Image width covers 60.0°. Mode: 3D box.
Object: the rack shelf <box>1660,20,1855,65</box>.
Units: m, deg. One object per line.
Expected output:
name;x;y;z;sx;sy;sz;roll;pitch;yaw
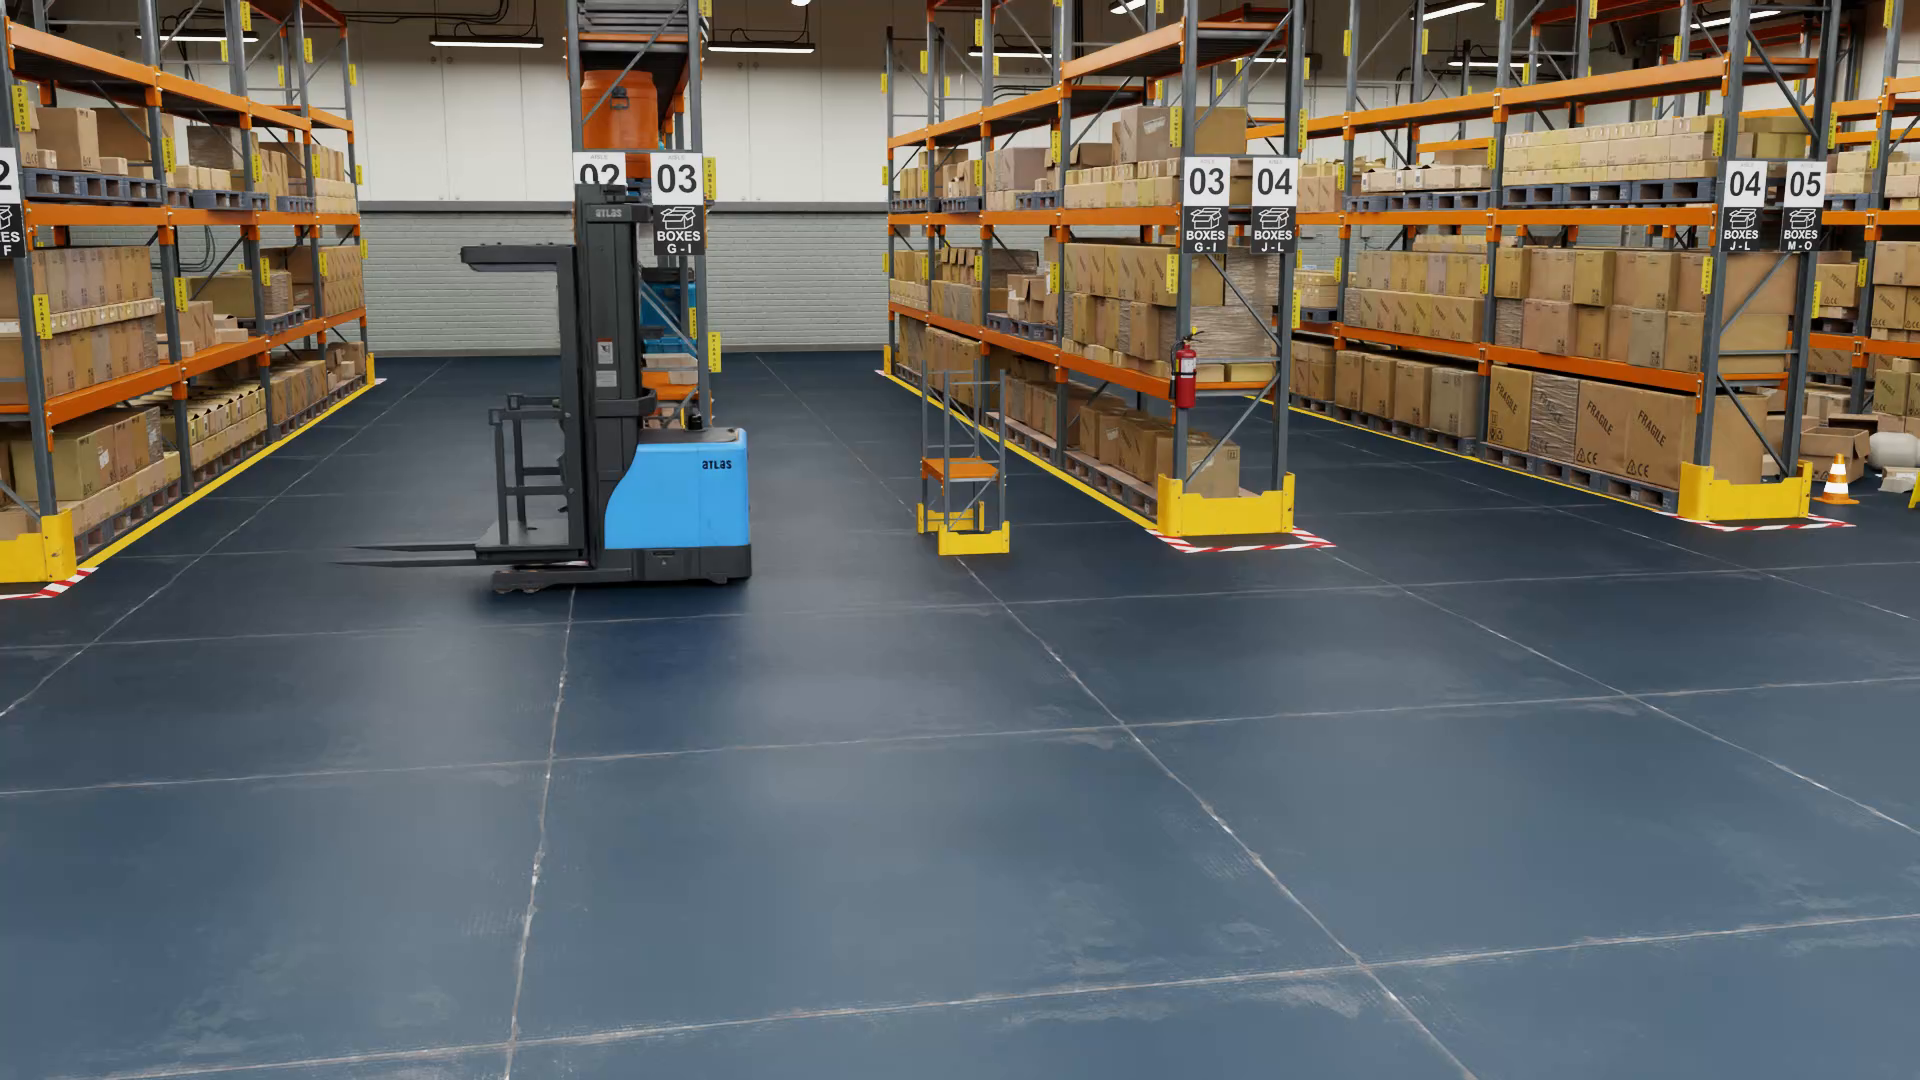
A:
rack shelf;14.207;-8.874;29.790;1.077;0.370;4.000;-2;11;-11

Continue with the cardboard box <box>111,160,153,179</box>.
cardboard box;-8.265;-3.632;16.514;0.500;0.250;0.500;-1;11;-5

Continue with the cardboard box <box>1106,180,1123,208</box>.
cardboard box;1.704;-3.296;15.868;0.500;0.250;0.500;-2;11;-12

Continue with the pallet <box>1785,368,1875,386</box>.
pallet;14.791;-2.763;28.151;1.003;0.211;1.213;-2;11;-11

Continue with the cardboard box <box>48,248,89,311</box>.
cardboard box;-7.672;-2.150;13.733;0.700;0.500;0.500;-2;11;-11

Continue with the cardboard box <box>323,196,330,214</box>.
cardboard box;-9.656;-4.970;24.665;0.500;0.250;0.500;-2;11;-11

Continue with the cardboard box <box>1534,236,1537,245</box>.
cardboard box;9.856;-5.073;28.149;0.380;0.149;0.250;-2;11;-10

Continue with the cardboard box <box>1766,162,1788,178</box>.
cardboard box;7.474;-3.381;15.195;0.380;0.149;0.250;-2;11;-11

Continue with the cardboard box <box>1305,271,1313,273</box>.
cardboard box;5.414;-3.971;24.995;0.380;0.149;0.250;-3;11;-14

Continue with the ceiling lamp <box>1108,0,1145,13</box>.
ceiling lamp;2.873;-9.501;24.438;0.800;3.185;2.000;-2;11;-11

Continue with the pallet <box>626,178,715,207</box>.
pallet;-2.582;-2.895;13.865;1.003;0.211;1.213;-2;11;-11

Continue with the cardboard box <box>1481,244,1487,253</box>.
cardboard box;9.275;-4.810;28.505;0.500;0.500;0.500;-2;11;-12

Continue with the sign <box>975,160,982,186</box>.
sign;0.239;-4.754;21.533;0.100;0.325;0.005;-2;11;-11

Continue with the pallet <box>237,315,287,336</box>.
pallet;-9.133;-2.674;20.736;1.213;0.211;1.003;-2;11;-11

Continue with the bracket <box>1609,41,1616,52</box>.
bracket;13.749;-10.321;34.727;0.235;0.232;0.430;-2;11;-11

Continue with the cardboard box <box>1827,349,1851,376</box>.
cardboard box;14.676;-2.974;27.360;0.500;0.500;0.500;-2;11;-13

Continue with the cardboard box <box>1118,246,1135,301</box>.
cardboard box;1.794;-2.500;15.574;0.500;0.500;0.500;-2;11;-11

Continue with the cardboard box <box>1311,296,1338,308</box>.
cardboard box;5.123;-3.324;23.189;0.380;0.149;0.250;-2;11;-10

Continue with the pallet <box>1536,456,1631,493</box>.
pallet;6.760;-0.698;17.298;1.003;0.211;1.213;-2;11;-11

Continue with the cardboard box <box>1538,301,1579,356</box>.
cardboard box;6.650;-2.237;17.528;0.875;0.550;0.550;-2;11;-11

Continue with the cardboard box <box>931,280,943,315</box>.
cardboard box;-0.149;-3.695;25.321;0.500;0.500;0.500;-2;11;-11

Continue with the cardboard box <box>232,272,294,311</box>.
cardboard box;-9.306;-3.314;22.193;0.700;0.500;0.500;-5;12;-25

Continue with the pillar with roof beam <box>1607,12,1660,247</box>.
pillar with roof beam;9.955;-8.333;33.909;9.100;9.000;0.548;-2;11;-11

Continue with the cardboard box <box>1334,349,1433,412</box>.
cardboard box;5.700;-2.154;22.385;1.050;0.750;0.750;-2;11;-12

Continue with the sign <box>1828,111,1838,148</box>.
sign;7.772;-3.661;14.840;0.100;0.325;0.005;-2;11;-11

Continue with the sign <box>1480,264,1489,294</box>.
sign;5.918;-2.943;18.749;0.100;0.325;0.005;-2;11;-11

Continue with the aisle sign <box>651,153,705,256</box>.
aisle sign;-2.216;-2.633;13.056;0.394;0.787;0.004;-2;11;-11

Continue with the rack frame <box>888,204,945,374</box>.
rack frame;-0.771;-4.473;29.676;1.000;3.000;0.127;-2;11;-11

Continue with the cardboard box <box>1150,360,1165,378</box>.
cardboard box;1.936;-1.550;14.989;0.380;0.149;0.250;-2;11;-11

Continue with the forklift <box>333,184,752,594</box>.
forklift;-3.116;-1.153;12.415;3.031;2.935;1.130;-1;11;-7

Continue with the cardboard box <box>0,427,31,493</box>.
cardboard box;-7.982;-0.674;13.938;0.500;0.500;0.500;-2;11;-11

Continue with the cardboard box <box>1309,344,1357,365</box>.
cardboard box;5.280;-2.630;23.551;0.500;0.250;0.500;-2;11;-12

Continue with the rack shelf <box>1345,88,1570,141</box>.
rack shelf;6.059;-5.198;20.434;1.077;0.370;4.000;-2;11;-11

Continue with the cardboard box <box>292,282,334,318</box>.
cardboard box;-9.543;-3.533;24.467;0.500;0.500;0.500;-2;11;-10

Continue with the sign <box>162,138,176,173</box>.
sign;-7.611;-3.700;15.995;0.100;0.325;0.005;-2;11;-11

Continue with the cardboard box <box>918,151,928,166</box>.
cardboard box;-0.388;-6.249;27.319;0.500;0.250;0.500;-2;11;-13

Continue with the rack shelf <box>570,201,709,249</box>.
rack shelf;-2.906;-2.846;15.026;1.077;0.370;4.000;-2;11;-11

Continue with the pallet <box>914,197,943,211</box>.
pallet;-0.142;-5.320;26.340;1.003;0.211;1.213;-2;11;-11

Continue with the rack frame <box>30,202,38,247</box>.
rack frame;-15.347;-3.933;26.837;1.000;3.000;0.127;-2;11;-11

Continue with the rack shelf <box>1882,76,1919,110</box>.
rack shelf;11.673;-4.858;17.586;1.077;0.370;4.000;-2;11;-11

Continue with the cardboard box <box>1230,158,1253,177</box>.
cardboard box;2.514;-3.193;14.264;0.380;0.149;0.250;-2;11;-11

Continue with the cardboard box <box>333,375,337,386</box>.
cardboard box;-9.758;-2.447;25.434;0.380;0.166;0.250;-2;11;-11

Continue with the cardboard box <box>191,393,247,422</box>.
cardboard box;-8.386;-1.503;18.799;0.500;0.311;0.500;-2;11;-11

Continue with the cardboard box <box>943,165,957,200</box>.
cardboard box;0.130;-5.363;24.936;0.700;0.500;0.500;-2;11;-10

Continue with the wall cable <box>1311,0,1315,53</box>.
wall cable;6.540;-12.017;35.616;2.355;3.000;0.029;-2;11;-11

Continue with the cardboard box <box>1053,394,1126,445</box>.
cardboard box;1.465;-1.374;18.901;0.700;0.500;0.500;-3;11;-15

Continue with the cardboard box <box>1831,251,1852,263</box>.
cardboard box;11.227;-3.648;21.417;0.380;0.149;0.250;-1;11;-8

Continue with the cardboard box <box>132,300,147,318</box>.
cardboard box;-7.792;-2.145;15.442;0.380;0.149;0.250;-2;11;-13

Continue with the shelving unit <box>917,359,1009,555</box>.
shelving unit;0.015;-0.723;13.983;0.587;1.500;1.083;-2;11;-11

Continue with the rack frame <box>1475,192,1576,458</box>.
rack frame;6.448;-2.434;18.963;1.000;3.000;0.127;-2;11;-11

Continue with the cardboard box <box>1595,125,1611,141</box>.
cardboard box;6.531;-4.027;16.458;0.380;0.149;0.250;-2;11;-11

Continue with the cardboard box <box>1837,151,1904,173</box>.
cardboard box;11.046;-4.586;20.188;0.500;0.250;0.500;-2;11;-10

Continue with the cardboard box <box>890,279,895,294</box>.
cardboard box;-0.942;-4.448;29.148;0.500;0.250;0.500;-2;11;-13

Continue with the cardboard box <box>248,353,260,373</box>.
cardboard box;-9.563;-2.364;22.096;0.500;0.250;0.500;-2;11;-12

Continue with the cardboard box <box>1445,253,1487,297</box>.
cardboard box;6.244;-3.160;19.833;0.700;0.500;0.500;-2;11;-12
